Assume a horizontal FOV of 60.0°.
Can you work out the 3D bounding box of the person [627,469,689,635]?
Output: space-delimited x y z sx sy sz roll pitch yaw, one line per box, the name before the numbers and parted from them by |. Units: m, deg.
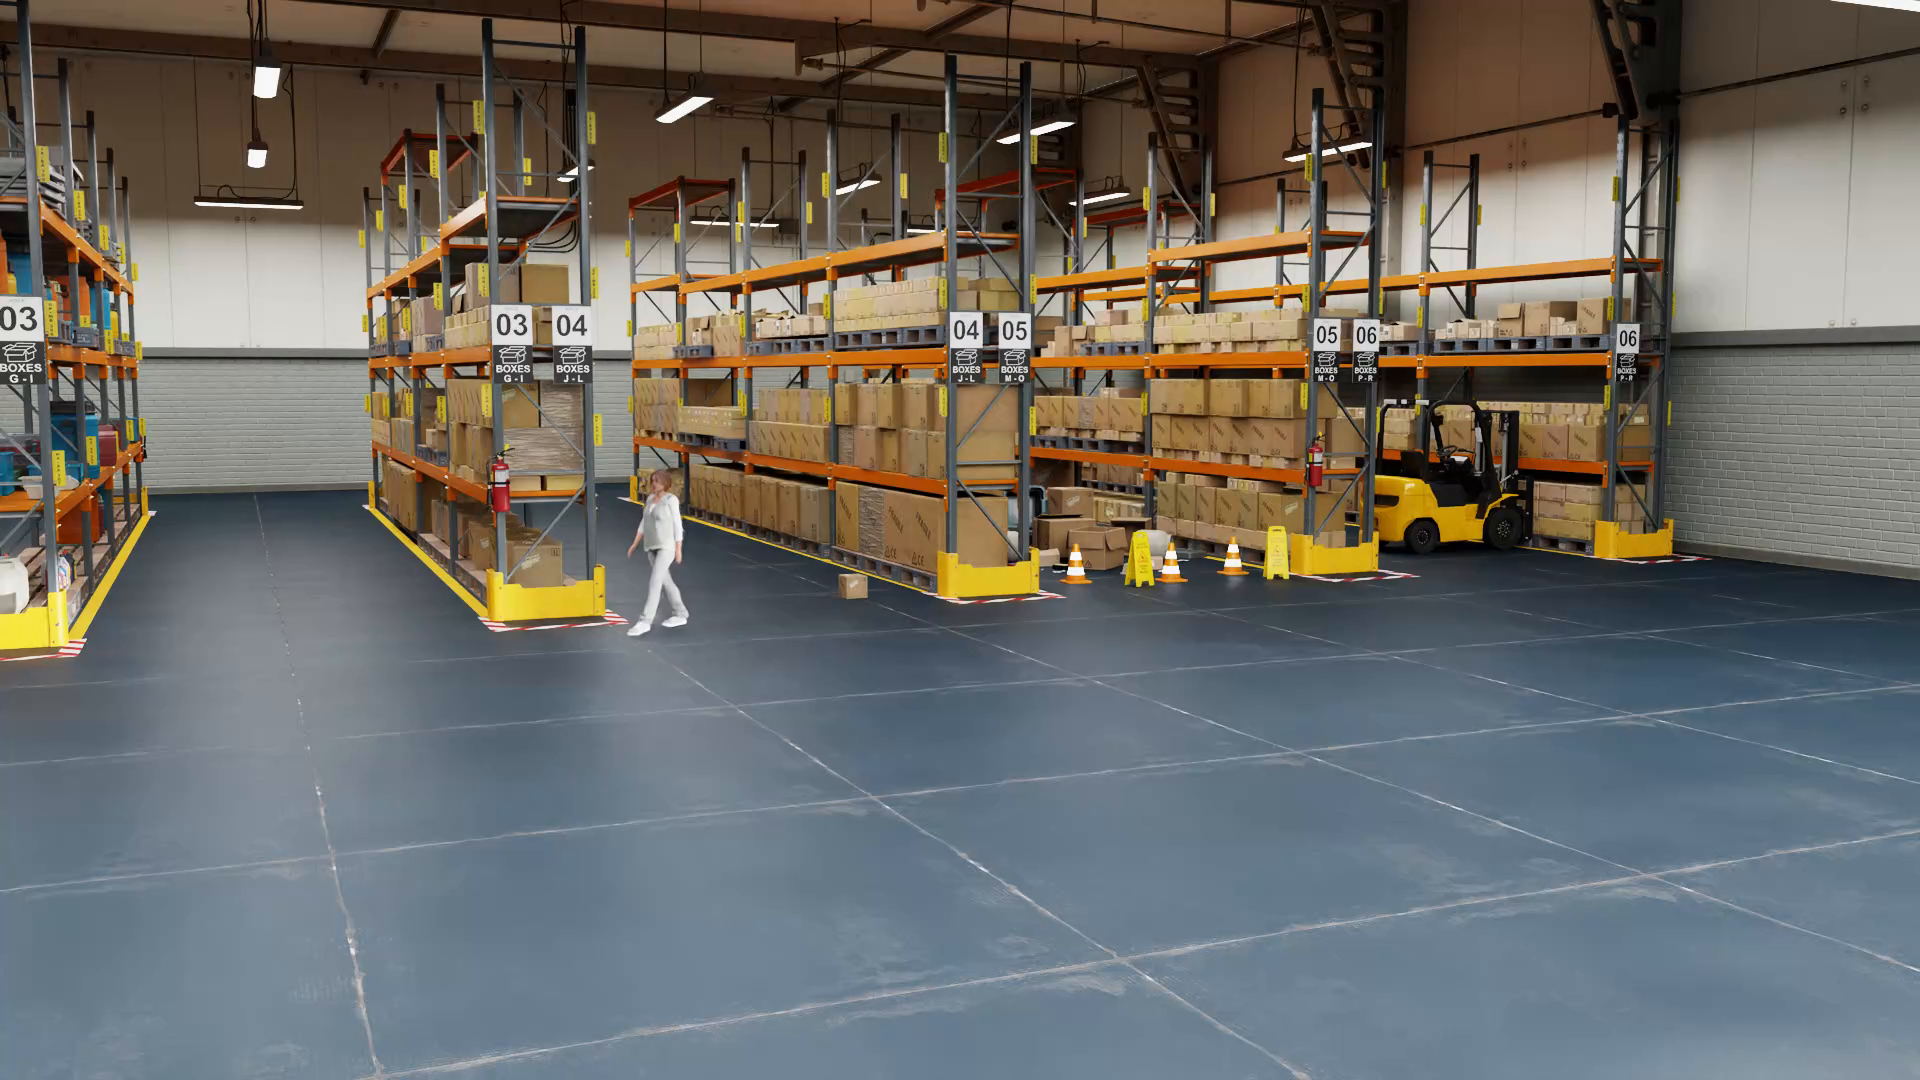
person | -2.971 0.096 16.078 0.426 1.557 0.866 4 7 39
